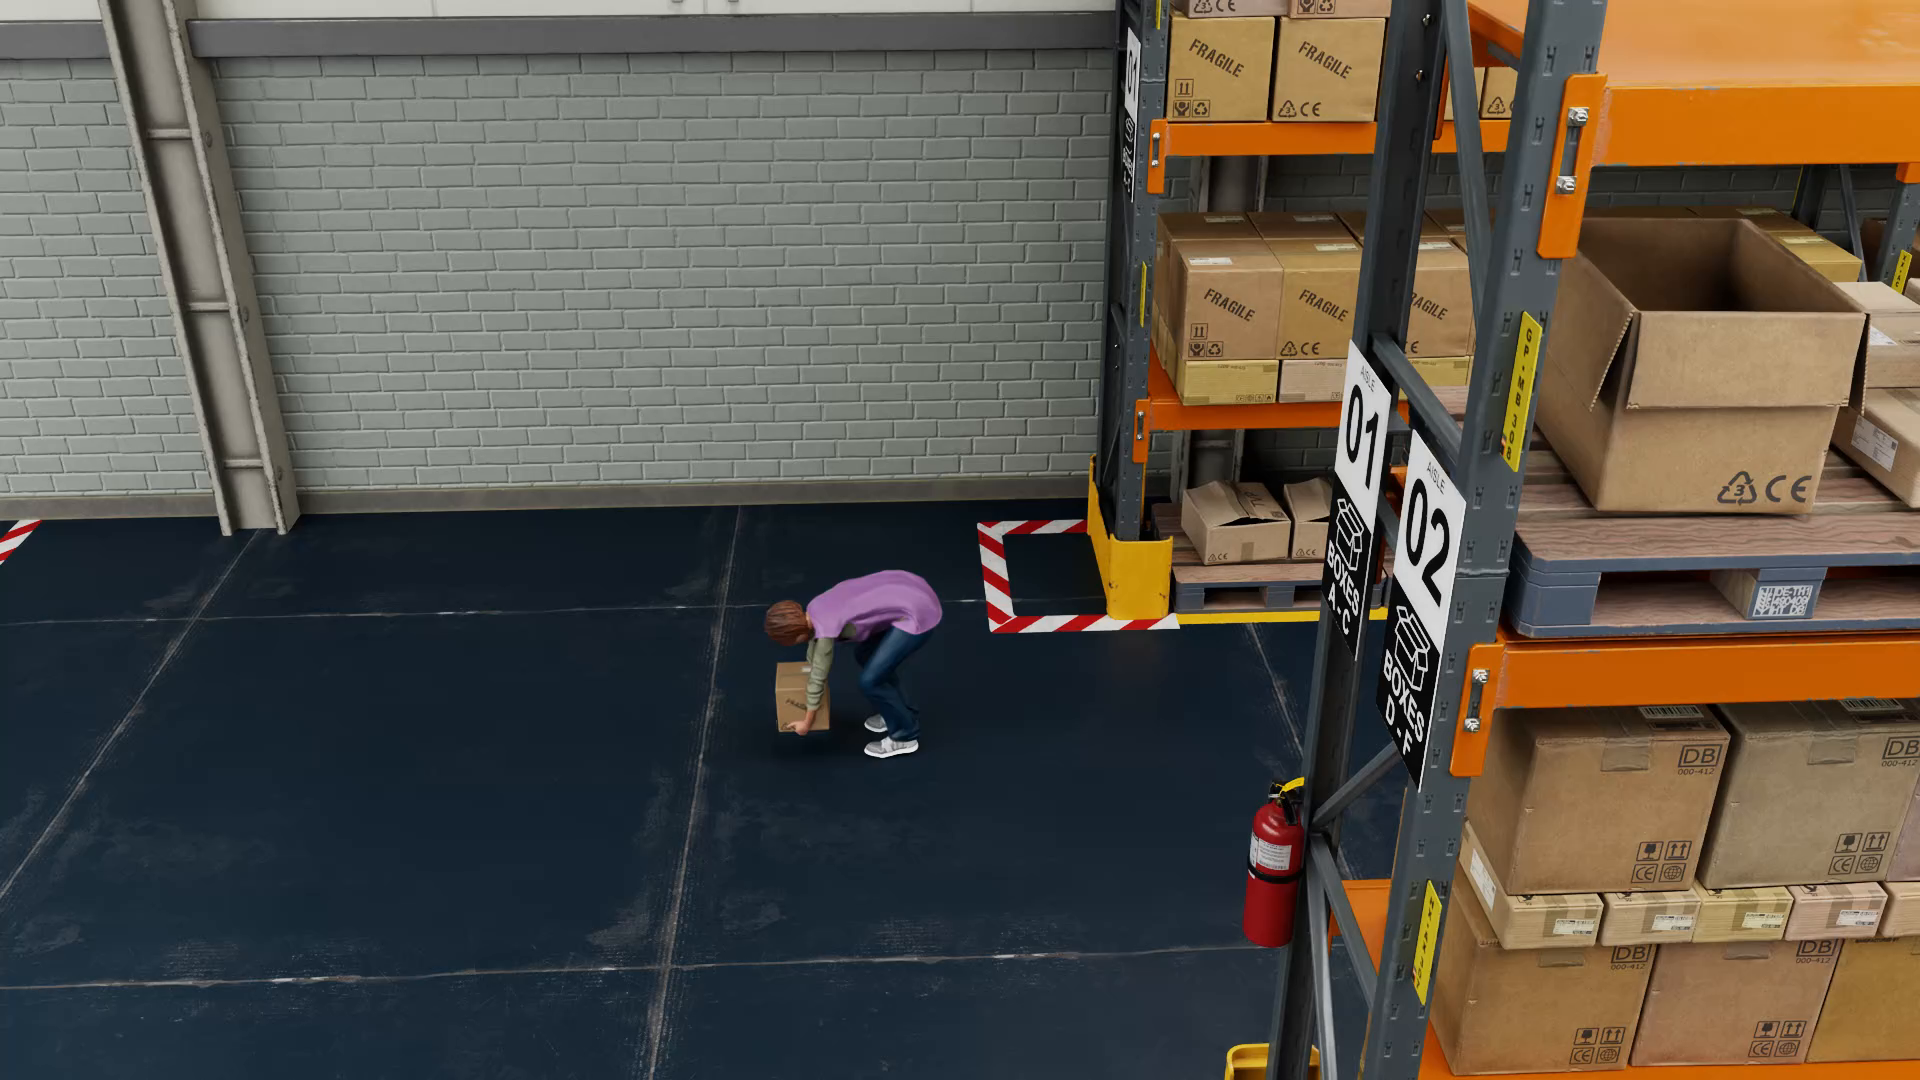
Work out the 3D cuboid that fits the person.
[{"bbox_3d":[-0.519,0.602,8.191,0.866,0.948,0.403,-3,28,-5],"label":"person"}]
